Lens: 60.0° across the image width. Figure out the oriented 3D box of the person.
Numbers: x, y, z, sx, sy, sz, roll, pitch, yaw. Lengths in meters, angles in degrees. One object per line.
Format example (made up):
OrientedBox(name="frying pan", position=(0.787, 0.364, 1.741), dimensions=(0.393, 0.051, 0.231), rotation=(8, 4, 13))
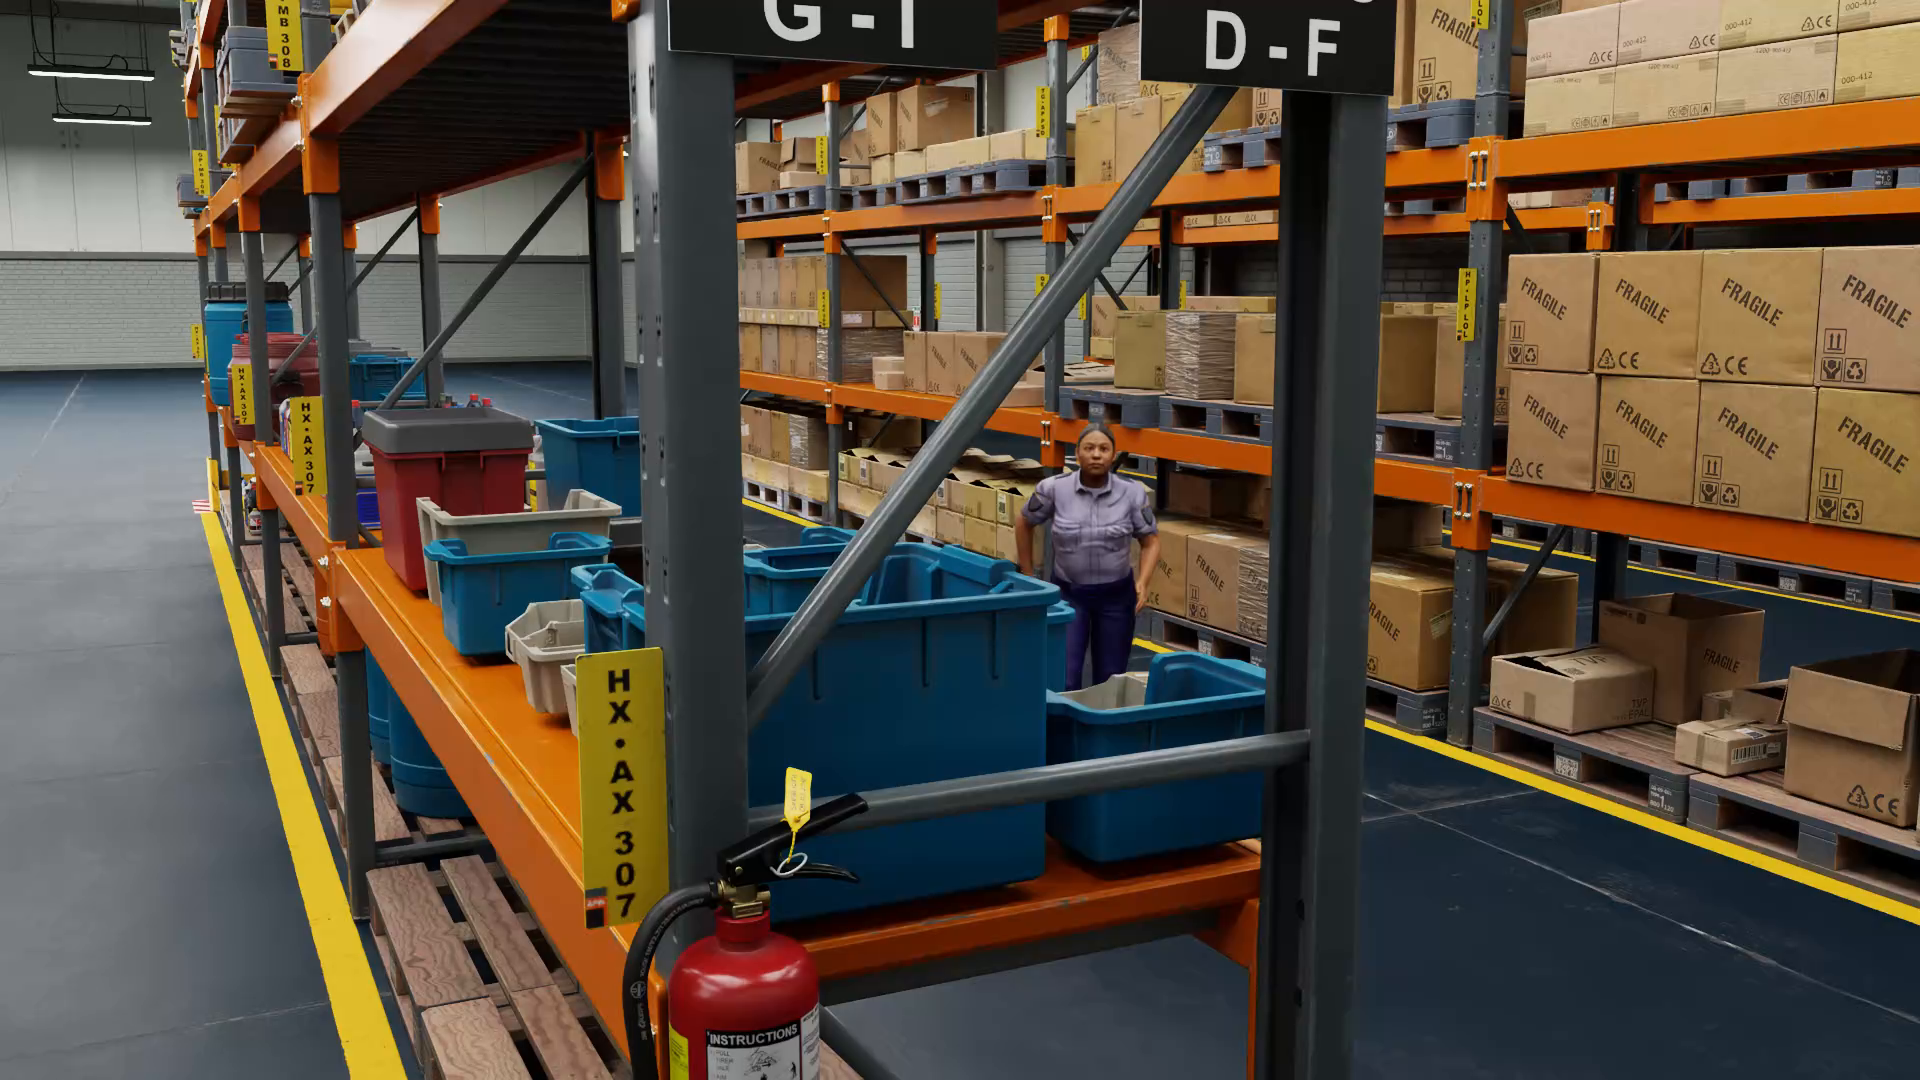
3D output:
OrientedBox(name="person", position=(0.557, 0.280, 7.215), dimensions=(0.628, 1.585, 0.586), rotation=(0, 9, 0))
